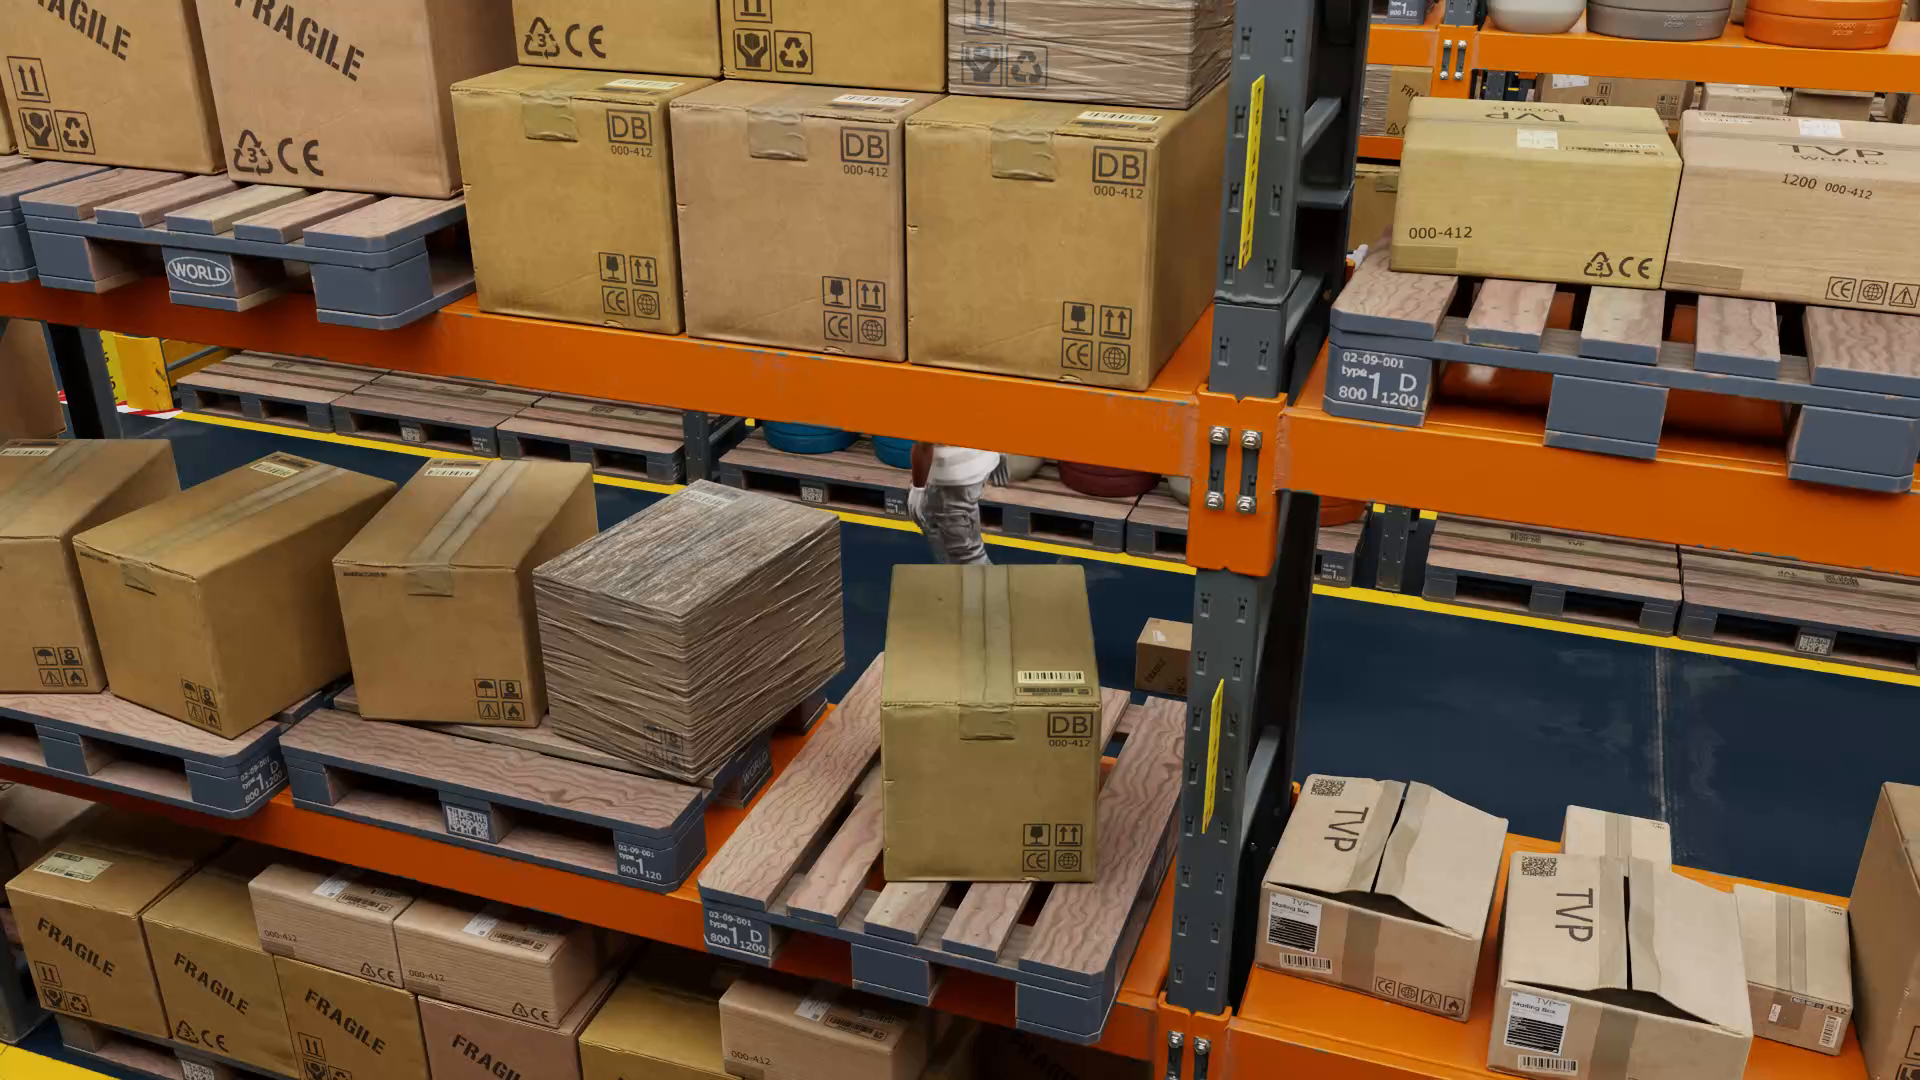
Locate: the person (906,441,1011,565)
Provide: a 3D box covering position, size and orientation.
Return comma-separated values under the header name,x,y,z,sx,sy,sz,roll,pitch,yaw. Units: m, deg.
name,x,y,z,sx,sy,sz,roll,pitch,yaw
person,-0.008,-0.295,7.700,0.537,1.794,0.592,11,28,22
